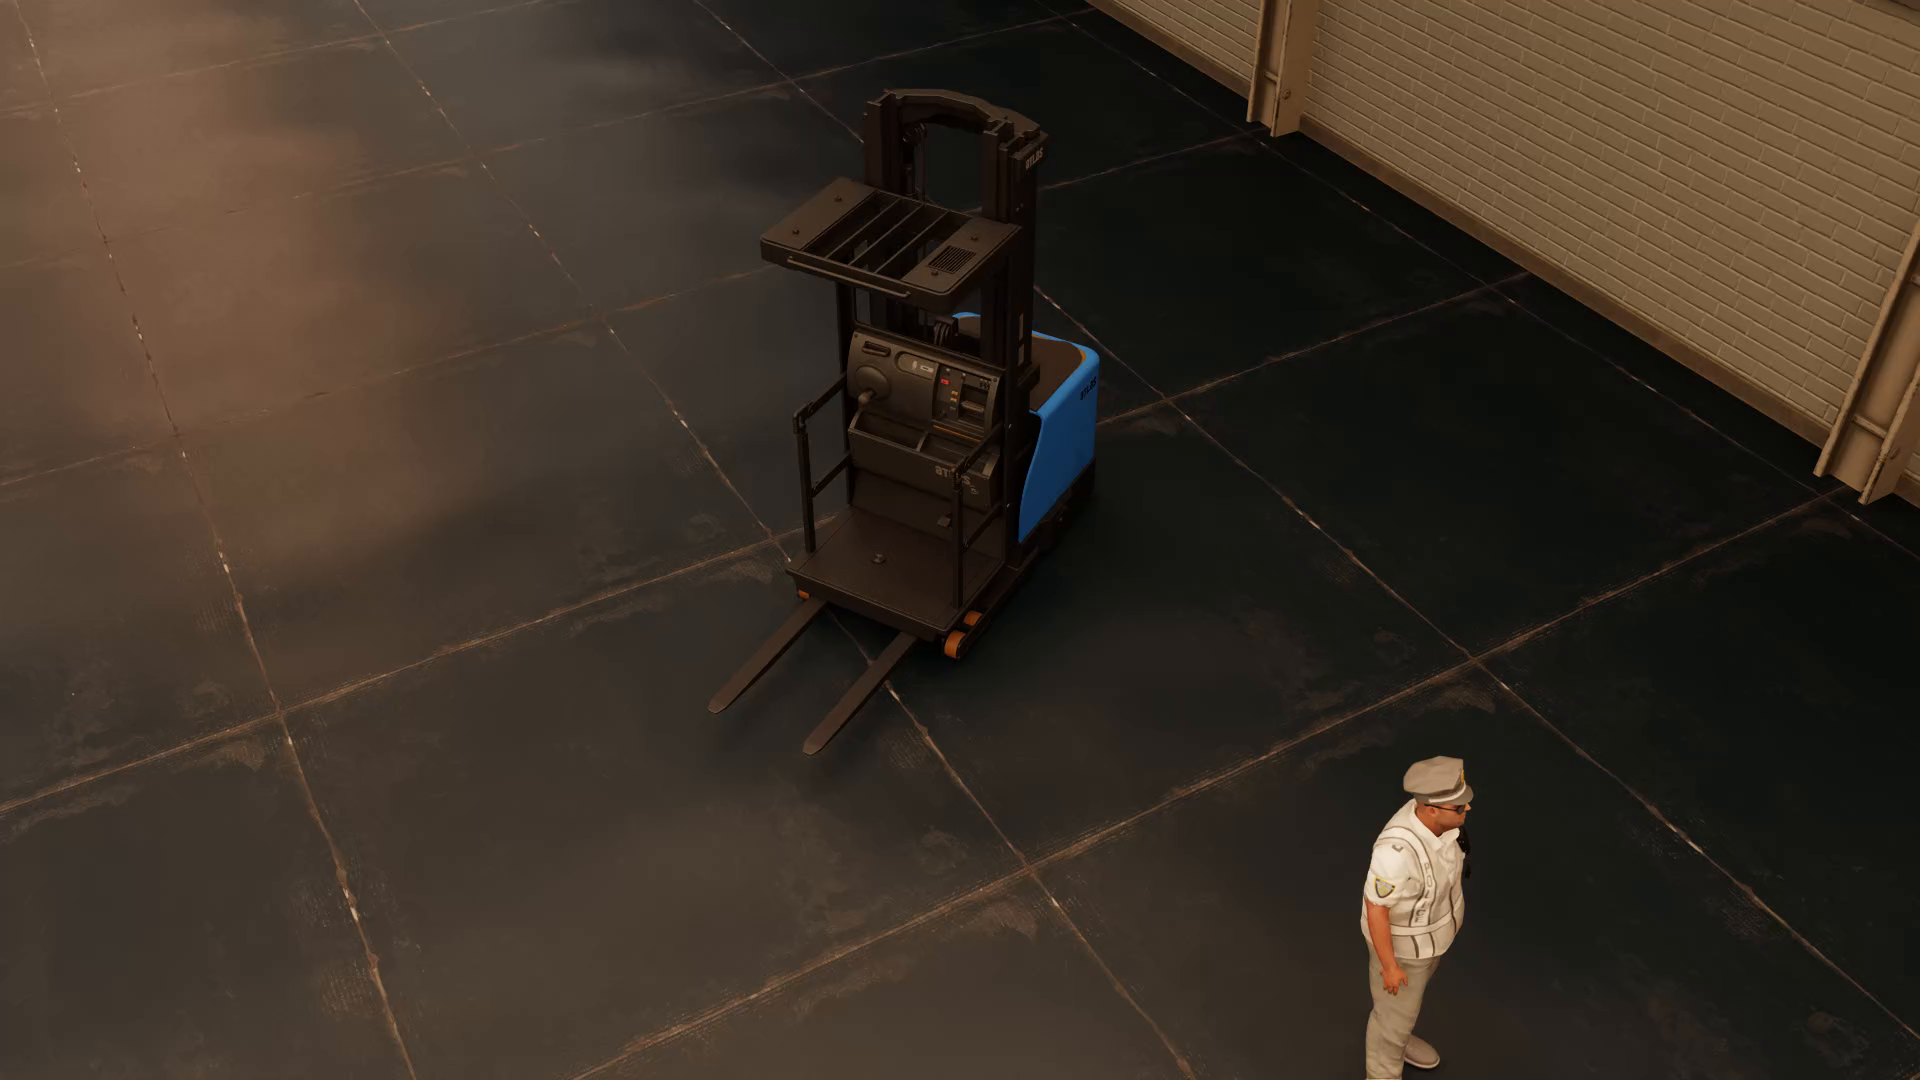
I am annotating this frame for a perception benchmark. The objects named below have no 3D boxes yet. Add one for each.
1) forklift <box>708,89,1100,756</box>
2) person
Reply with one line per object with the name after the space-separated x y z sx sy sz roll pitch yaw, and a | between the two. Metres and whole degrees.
-0.310 -0.782 8.979 1.130 2.935 3.031 20 44 22 | forklift
1.959 1.645 6.941 0.576 1.781 0.640 26 46 28 | person
